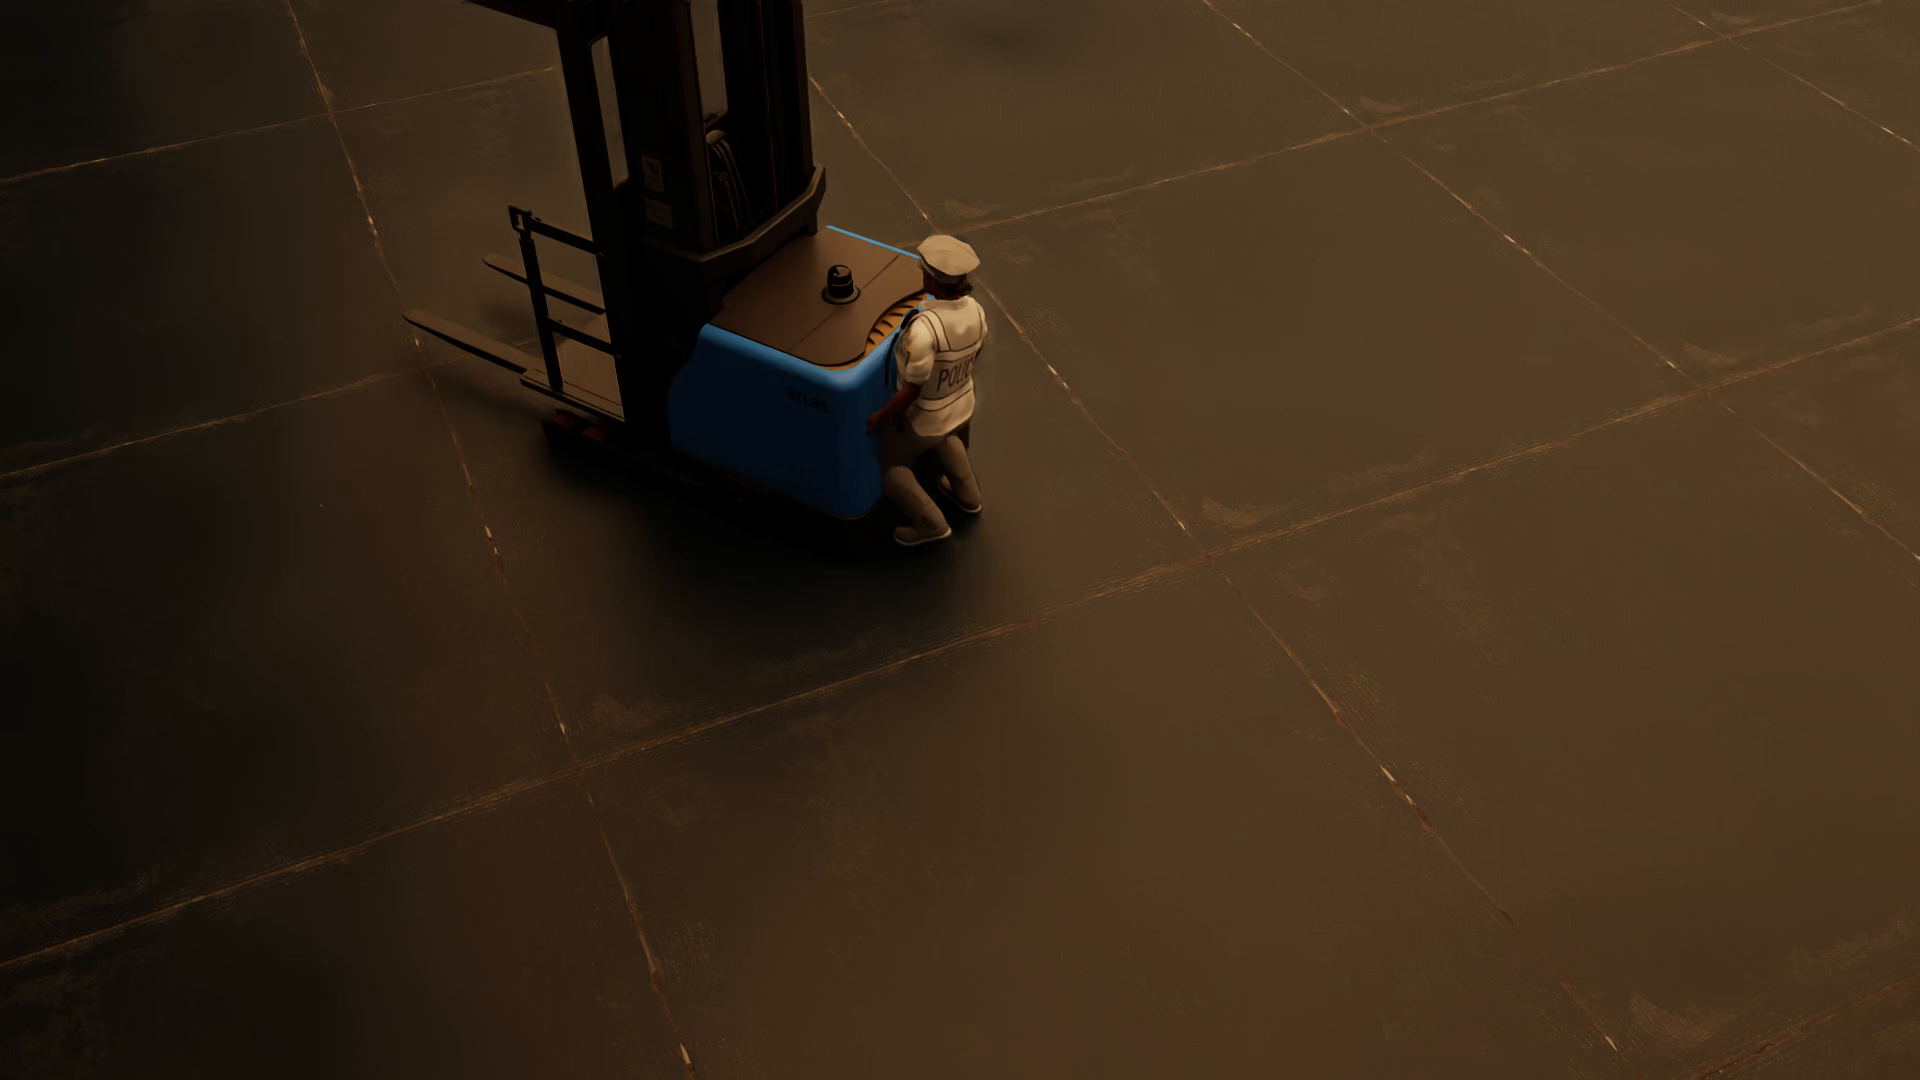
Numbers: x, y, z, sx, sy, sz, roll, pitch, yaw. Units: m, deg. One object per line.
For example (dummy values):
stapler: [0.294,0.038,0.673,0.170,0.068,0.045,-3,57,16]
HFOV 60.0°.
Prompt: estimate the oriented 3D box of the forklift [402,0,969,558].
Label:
forklift: [-1.482,-1.753,7.559,3.031,2.935,1.130,23,48,22]

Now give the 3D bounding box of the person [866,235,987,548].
person: [-0.114,-0.646,7.360,0.460,1.581,0.732,29,50,27]
